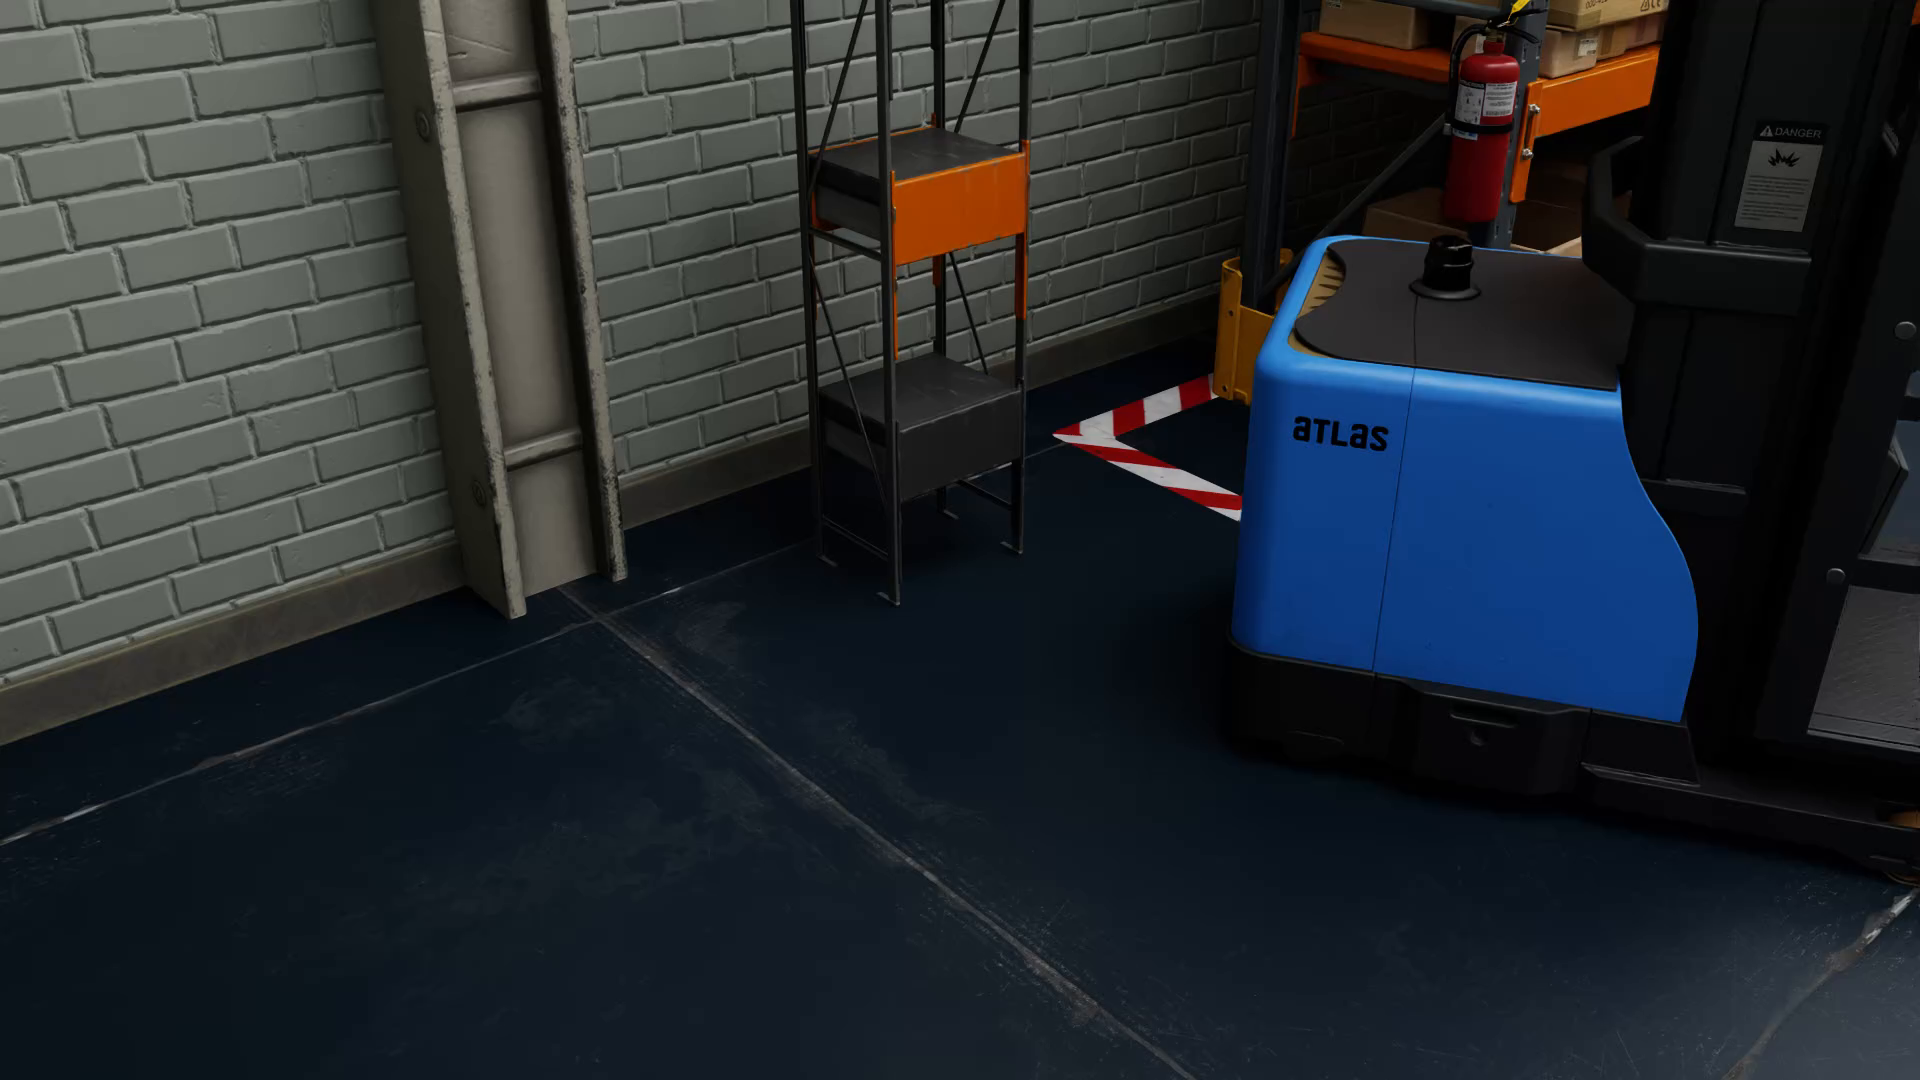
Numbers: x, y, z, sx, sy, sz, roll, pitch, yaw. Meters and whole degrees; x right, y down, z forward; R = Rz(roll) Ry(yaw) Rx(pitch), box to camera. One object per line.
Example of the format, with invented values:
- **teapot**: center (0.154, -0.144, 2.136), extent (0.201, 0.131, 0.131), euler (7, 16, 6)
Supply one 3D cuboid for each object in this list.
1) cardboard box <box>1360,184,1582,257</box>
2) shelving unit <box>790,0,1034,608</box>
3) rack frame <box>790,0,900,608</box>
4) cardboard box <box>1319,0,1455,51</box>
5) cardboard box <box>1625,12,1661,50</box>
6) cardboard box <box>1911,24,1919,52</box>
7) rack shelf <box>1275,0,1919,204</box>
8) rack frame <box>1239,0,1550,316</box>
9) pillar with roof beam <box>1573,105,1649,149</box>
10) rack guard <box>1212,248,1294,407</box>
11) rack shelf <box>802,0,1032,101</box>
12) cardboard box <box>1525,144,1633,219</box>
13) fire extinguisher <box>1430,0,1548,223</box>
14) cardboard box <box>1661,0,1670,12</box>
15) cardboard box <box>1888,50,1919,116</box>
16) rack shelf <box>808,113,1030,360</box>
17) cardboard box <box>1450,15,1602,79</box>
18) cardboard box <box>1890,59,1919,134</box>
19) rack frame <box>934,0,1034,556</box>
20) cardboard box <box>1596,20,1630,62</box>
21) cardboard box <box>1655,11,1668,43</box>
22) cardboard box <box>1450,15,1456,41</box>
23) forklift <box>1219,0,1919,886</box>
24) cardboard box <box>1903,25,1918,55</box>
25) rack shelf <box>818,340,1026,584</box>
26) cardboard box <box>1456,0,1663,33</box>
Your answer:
- **cardboard box**: center (1.910, -0.946, 6.041), extent (0.637, 0.503, 0.797), euler (-24, 36, -37)
- **shelving unit**: center (-0.126, -0.875, 4.660), extent (0.503, 2.100, 0.431), euler (-22, 35, -35)
- **rack frame**: center (-0.312, -0.801, 4.521), extent (0.015, 2.100, 0.400), euler (-22, 35, -35)
- **cardboard box**: center (1.461, -1.796, 5.694), extent (0.250, 0.149, 0.380), euler (-22, 35, -35)
- **cardboard box**: center (2.152, -1.787, 5.679), extent (0.250, 0.149, 0.380), euler (-22, 35, -36)
- **cardboard box**: center (4.715, -2.600, 8.450), extent (0.250, 0.149, 0.380), euler (-22, 35, -35)
- **rack shelf**: center (2.904, -2.003, 6.579), extent (4.000, 0.370, 1.077), euler (-22, 35, -35)
- **rack frame**: center (1.383, -1.709, 5.265), extent (0.127, 3.000, 1.000), euler (-22, 35, -35)
- **pillar with roof beam**: center (6.105, -4.145, 3.458), extent (0.400, 9.000, 9.100), euler (-22, 35, -35)
- **rack guard**: center (1.441, -0.630, 5.898), extent (0.348, 0.500, 1.175), euler (-22, 35, -35)
- **rack shelf**: center (-0.126, -1.481, 4.337), extent (0.480, 0.518, 0.431), euler (-22, 35, -35)
- **cardboard box**: center (2.585, -1.192, 6.505), extent (0.500, 0.500, 0.700), euler (-20, 34, -33)
- **fire extinguisher**: center (1.571, -1.299, 4.977), extent (0.183, 0.674, 0.296), euler (-22, 35, -35)
- **cardboard box**: center (2.286, -1.970, 5.598), extent (0.500, 0.250, 0.500), euler (-21, 35, -34)
- **cardboard box**: center (4.607, -2.271, 8.524), extent (0.500, 0.500, 0.500), euler (-22, 35, -35)
- **rack shelf**: center (-0.126, -0.863, 4.667), extent (0.480, 0.518, 0.431), euler (-22, 35, -35)
- **cardboard box**: center (1.811, -1.600, 5.328), extent (0.250, 0.149, 0.380), euler (-22, 35, -35)
- **cardboard box**: center (4.940, -2.082, 8.171), extent (0.500, 0.500, 0.500), euler (-20, 34, -33)
- **rack frame**: center (0.060, -0.950, 4.800), extent (0.015, 2.100, 0.400), euler (-22, 35, -35)
- **cardboard box**: center (1.974, -1.694, 5.505), extent (0.250, 0.149, 0.380), euler (-21, 35, -34)
- **cardboard box**: center (2.384, -1.843, 5.782), extent (0.250, 0.149, 0.380), euler (-21, 34, -33)
- **cardboard box**: center (1.694, -1.851, 5.798), extent (0.250, 0.149, 0.380), euler (-21, 34, -34)
- **forklift**: center (2.238, -0.760, 3.563), extent (3.031, 2.935, 1.130), euler (9, 29, 16)
- **cardboard box**: center (4.519, -2.517, 8.296), extent (0.250, 0.149, 0.380), euler (-24, 36, -37)
- **rack shelf**: center (-0.126, -0.246, 4.997), extent (0.480, 0.518, 0.431), euler (-22, 35, -35)
- **cardboard box**: center (1.903, -1.816, 5.309), extent (0.500, 0.250, 0.500), euler (-22, 35, -35)
